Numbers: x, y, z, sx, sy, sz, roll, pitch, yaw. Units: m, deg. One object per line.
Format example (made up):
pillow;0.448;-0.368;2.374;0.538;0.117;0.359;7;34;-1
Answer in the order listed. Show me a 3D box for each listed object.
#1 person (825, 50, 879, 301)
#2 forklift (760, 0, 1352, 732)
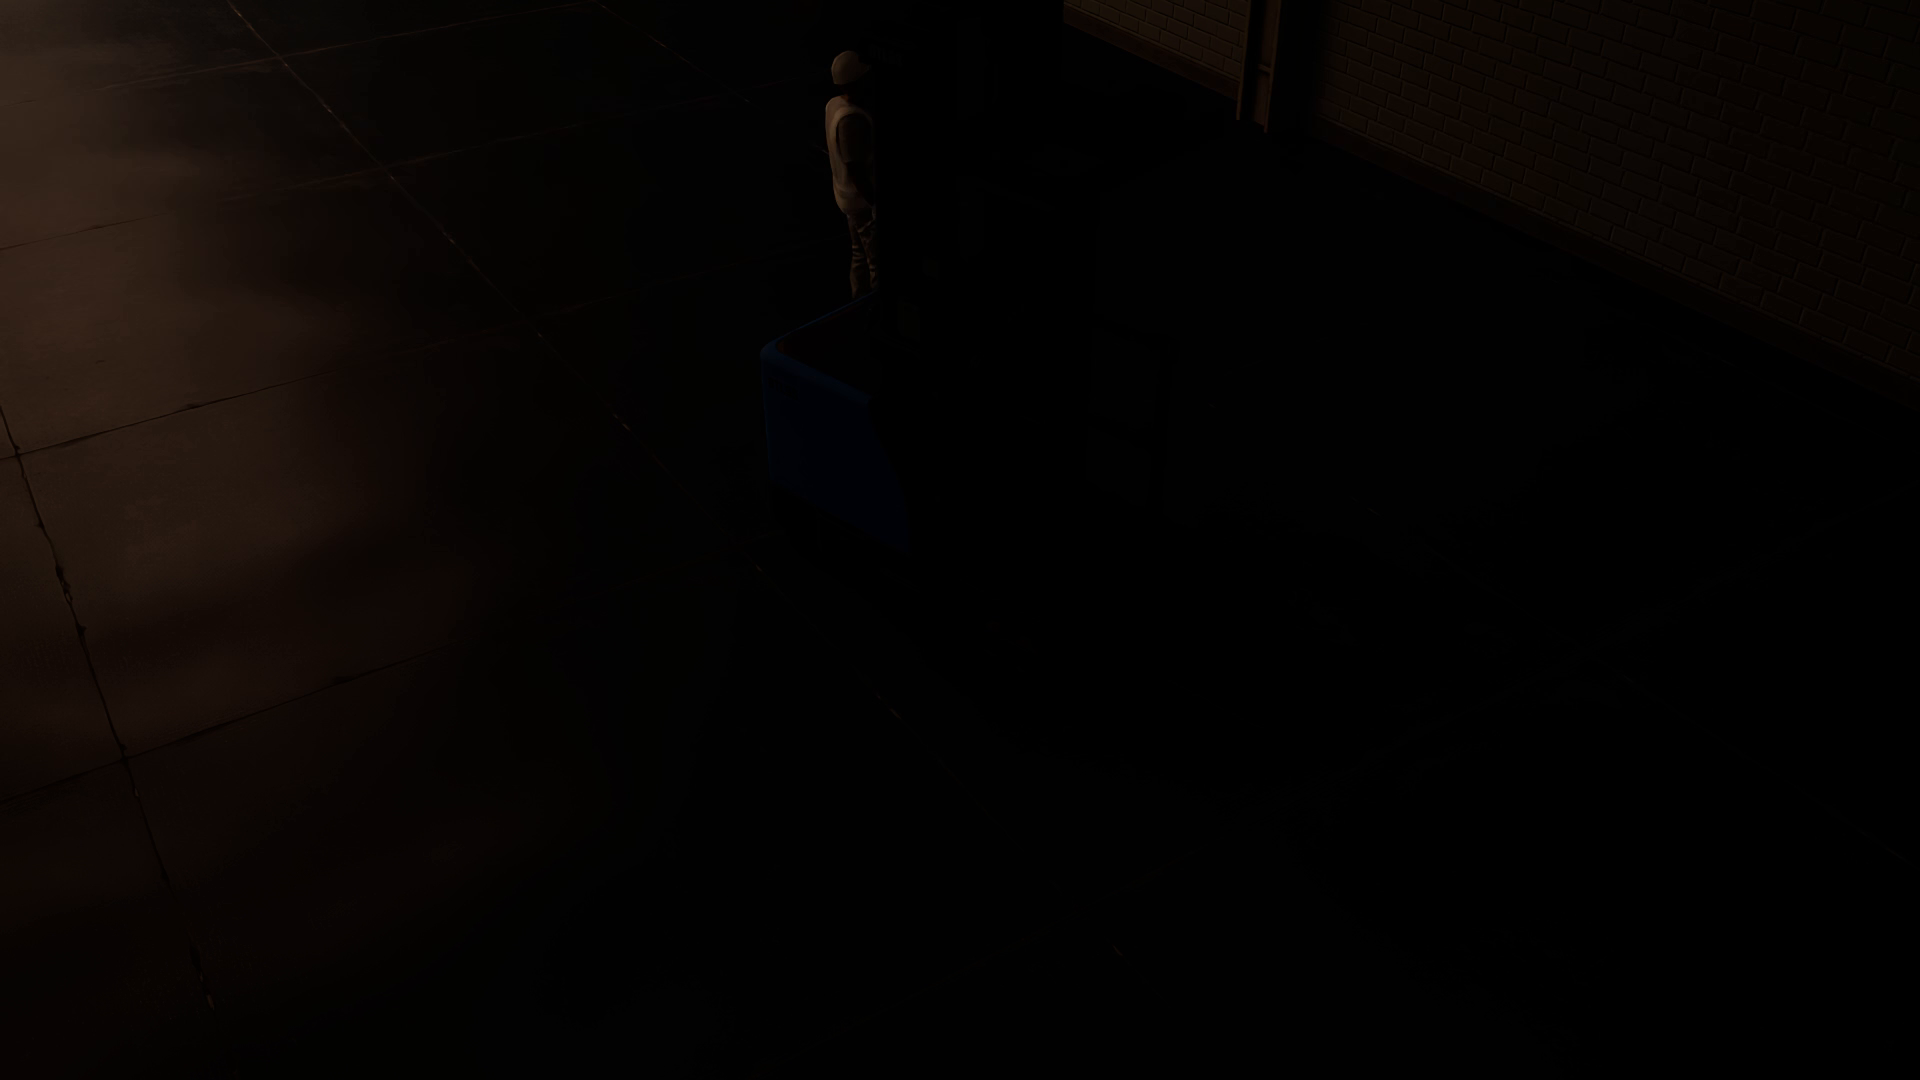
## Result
person;-0.504;-2.082;10.098;0.578;1.783;0.660;-8;36;-12
forklift;0.431;-0.917;7.453;3.031;2.935;1.130;27;43;33
